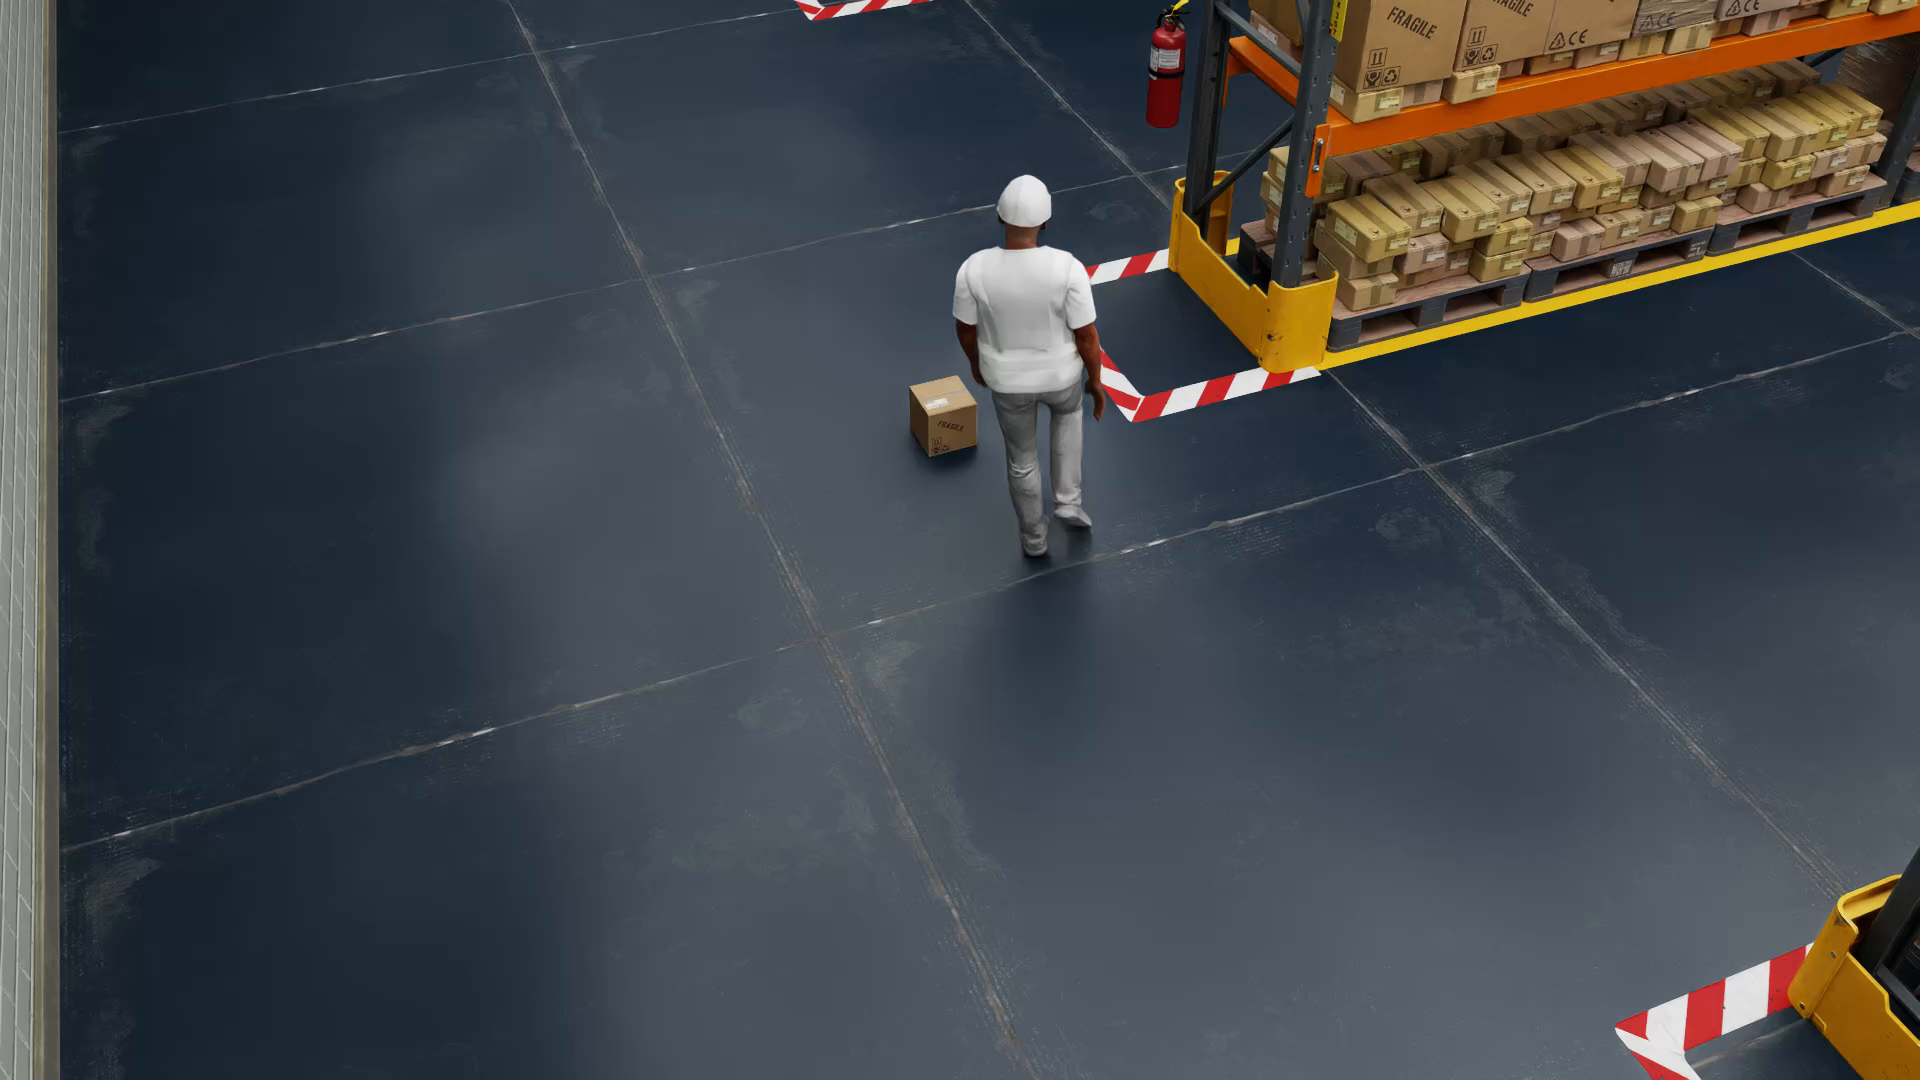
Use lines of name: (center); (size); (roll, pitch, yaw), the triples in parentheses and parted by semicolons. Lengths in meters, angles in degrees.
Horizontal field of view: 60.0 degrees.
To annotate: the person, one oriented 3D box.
person: (0.287, -0.718, 6.938); (0.633, 1.781, 0.474); (1, 42, 1)
